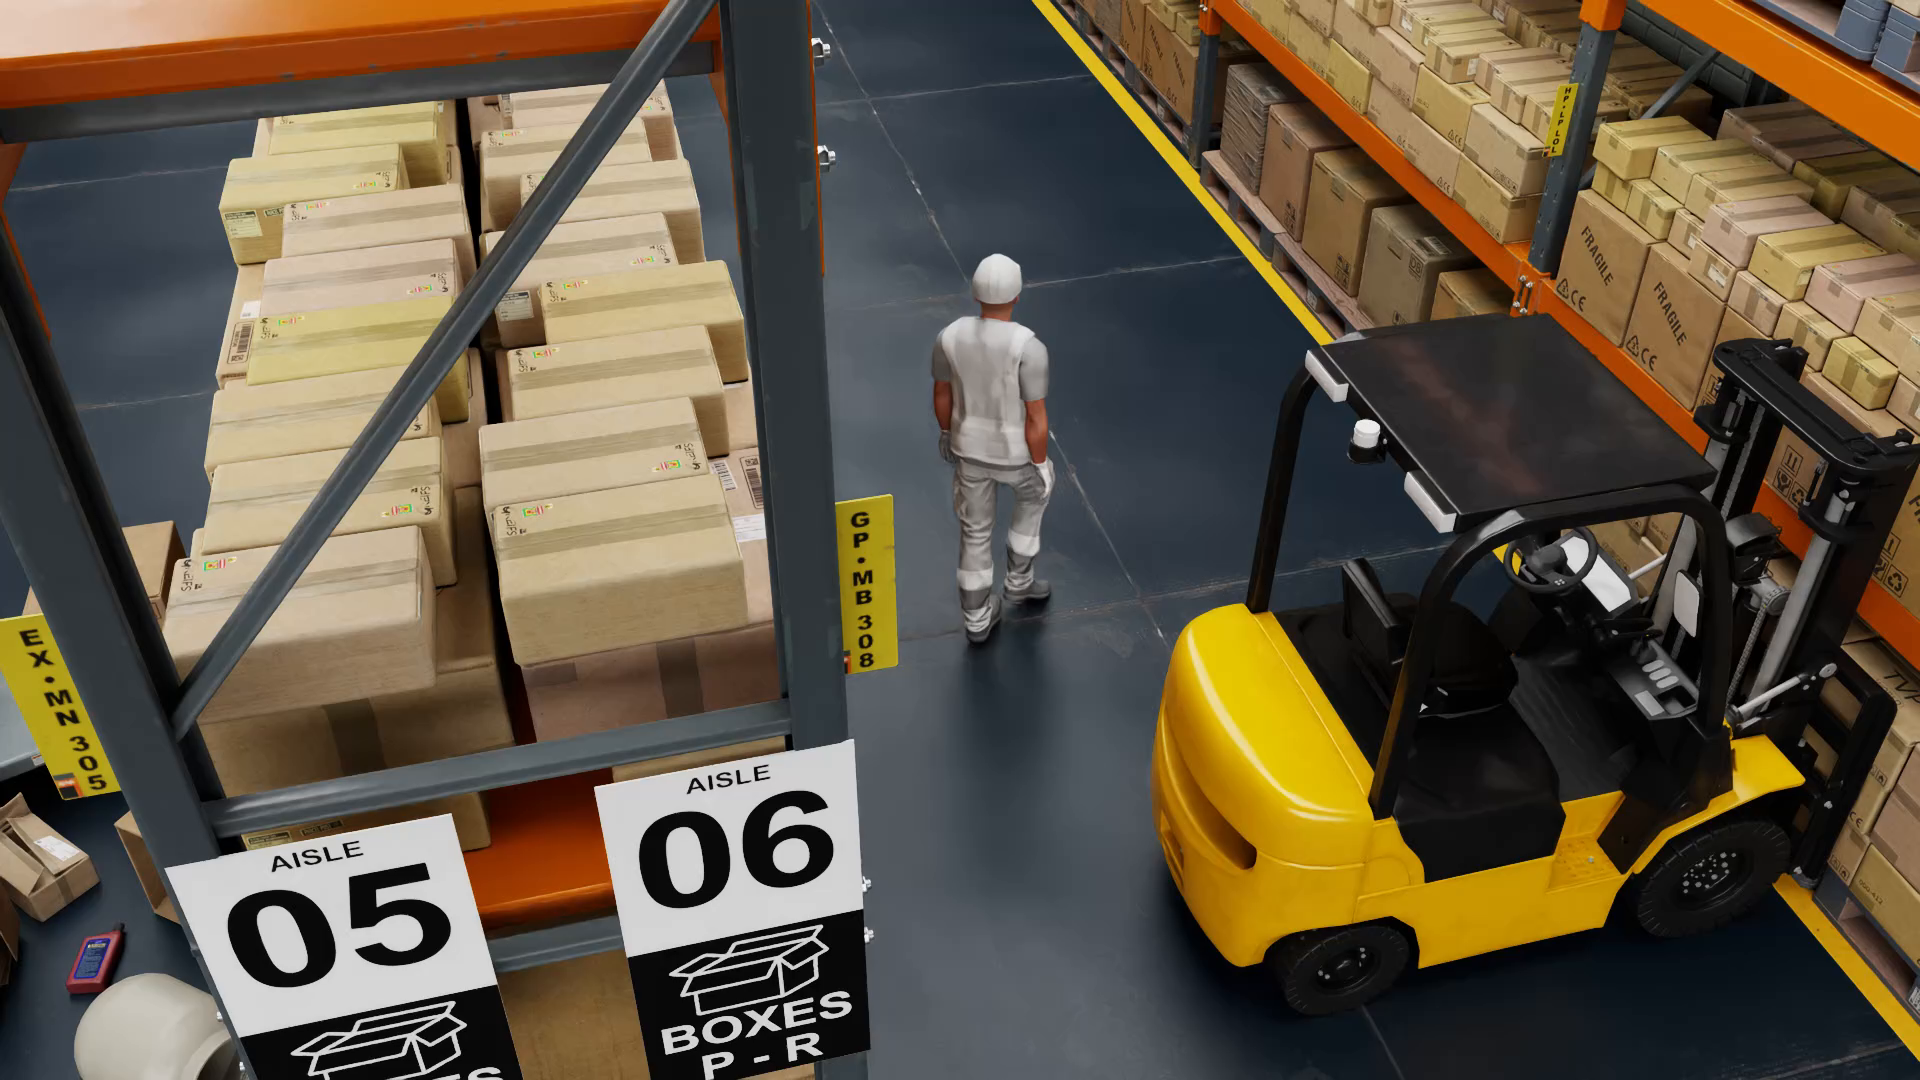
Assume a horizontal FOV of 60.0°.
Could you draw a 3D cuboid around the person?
[{"bbox_3d":[0.146,-0.374,7.162,0.583,1.791,0.548,12,39,15],"label":"person"}]
